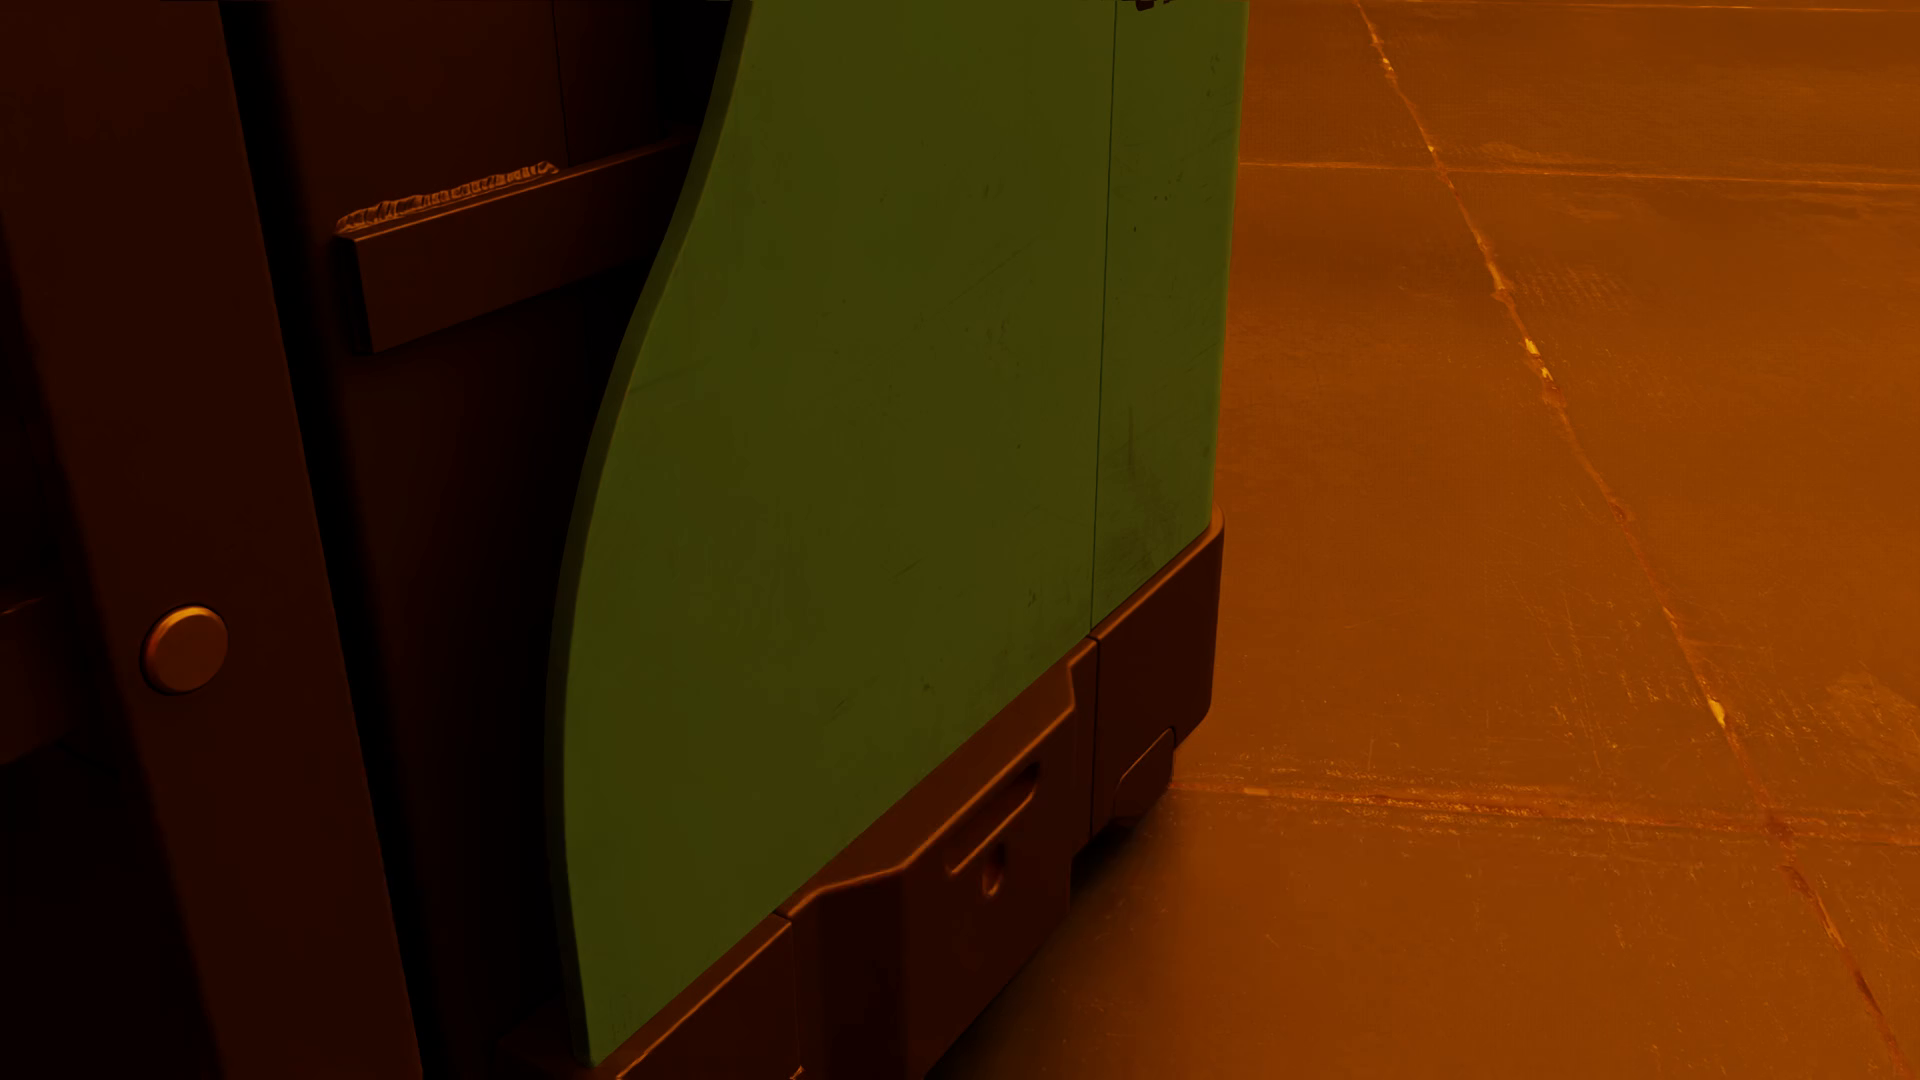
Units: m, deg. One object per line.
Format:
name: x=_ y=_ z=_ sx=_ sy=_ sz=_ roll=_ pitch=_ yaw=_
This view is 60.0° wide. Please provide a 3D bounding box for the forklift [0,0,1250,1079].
forklift: x=-0.918 y=-0.633 z=0.486 sx=1.130 sy=2.935 sz=3.031 roll=16 pitch=31 yaw=29
